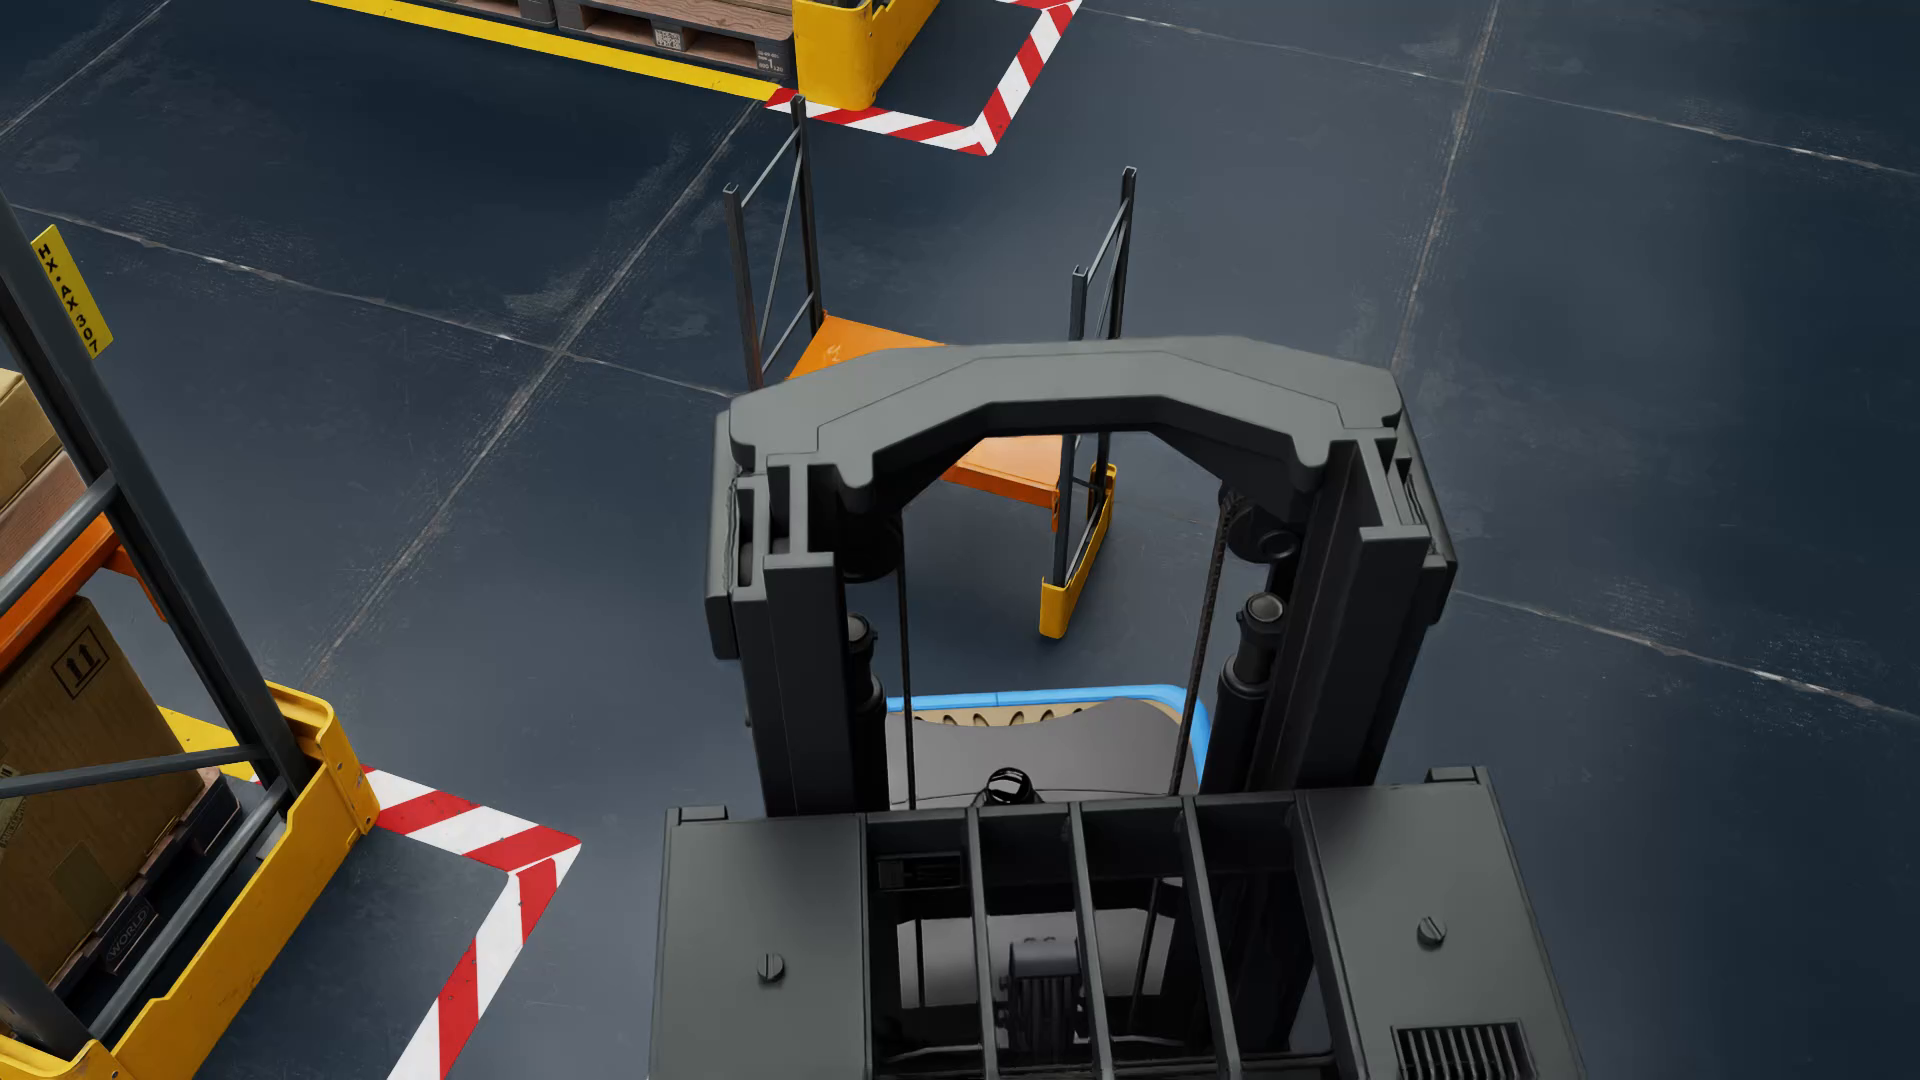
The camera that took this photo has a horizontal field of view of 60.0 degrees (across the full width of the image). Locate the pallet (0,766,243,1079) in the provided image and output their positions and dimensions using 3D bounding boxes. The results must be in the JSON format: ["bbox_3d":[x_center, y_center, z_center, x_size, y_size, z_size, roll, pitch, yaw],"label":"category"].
[{"bbox_3d":[-2.901,0.937,4.799,1.213,0.211,1.003,16,51,13],"label":"pallet"}]

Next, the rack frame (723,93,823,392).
[{"bbox_3d":[-0.557,-0.647,5.318,0.032,1.500,0.500,16,51,13],"label":"rack frame"}]

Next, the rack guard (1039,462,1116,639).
[{"bbox_3d":[0.396,0.029,5.560,0.087,0.250,0.587,16,51,13],"label":"rack guard"}]

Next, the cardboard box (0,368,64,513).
[{"bbox_3d":[-2.480,-0.188,3.830,0.500,0.250,0.500,14,51,12],"label":"cardboard box"}]

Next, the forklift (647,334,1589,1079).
[{"bbox_3d":[0.177,1.225,2.748,1.130,2.935,3.031,-3,49,-2],"label":"forklift"}]

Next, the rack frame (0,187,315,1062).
[{"bbox_3d":[-2.124,0.177,3.611,0.127,3.000,1.000,16,51,13],"label":"rack frame"}]

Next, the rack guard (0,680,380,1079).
[{"bbox_3d":[-2.101,1.002,4.550,0.348,0.500,1.175,16,51,13],"label":"rack guard"}]

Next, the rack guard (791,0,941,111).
[{"bbox_3d":[-0.380,-2.518,7.601,0.348,0.500,1.175,16,51,13],"label":"rack guard"}]

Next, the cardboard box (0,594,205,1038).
[{"bbox_3d":[-2.752,0.625,4.352,0.875,0.875,0.875,16,51,13],"label":"cardboard box"}]

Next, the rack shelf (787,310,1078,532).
[{"bbox_3d":[-0.080,-0.396,5.339,1.000,0.185,0.538,16,51,13],"label":"rack shelf"}]

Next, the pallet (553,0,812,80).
[{"bbox_3d":[-1.167,-2.664,7.919,1.213,0.211,1.003,16,51,13],"label":"pallet"}]

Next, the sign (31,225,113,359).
[{"bbox_3d":[-1.926,-0.524,3.594,0.005,0.325,0.100,16,51,13],"label":"sign"}]

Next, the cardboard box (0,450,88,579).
[{"bbox_3d":[-2.342,-0.067,3.990,0.250,0.149,0.380,16,51,14],"label":"cardboard box"}]

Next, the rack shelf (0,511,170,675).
[{"bbox_3d":[-4.000,-0.111,4.337,4.000,0.370,1.077,16,51,13],"label":"rack shelf"}]

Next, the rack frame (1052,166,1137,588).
[{"bbox_3d":[0.397,-0.380,5.087,0.032,1.500,0.500,16,51,13],"label":"rack frame"}]

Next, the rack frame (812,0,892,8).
[{"bbox_3d":[-0.407,-3.334,6.654,0.127,3.000,1.000,16,51,13],"label":"rack frame"}]

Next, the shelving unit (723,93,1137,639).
[{"bbox_3d":[-0.072,-0.511,5.201,1.083,1.500,0.587,16,51,13],"label":"shelving unit"}]

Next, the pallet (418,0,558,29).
[{"bbox_3d":[-2.308,-2.984,8.197,1.213,0.211,1.003,16,51,13],"label":"pallet"}]
